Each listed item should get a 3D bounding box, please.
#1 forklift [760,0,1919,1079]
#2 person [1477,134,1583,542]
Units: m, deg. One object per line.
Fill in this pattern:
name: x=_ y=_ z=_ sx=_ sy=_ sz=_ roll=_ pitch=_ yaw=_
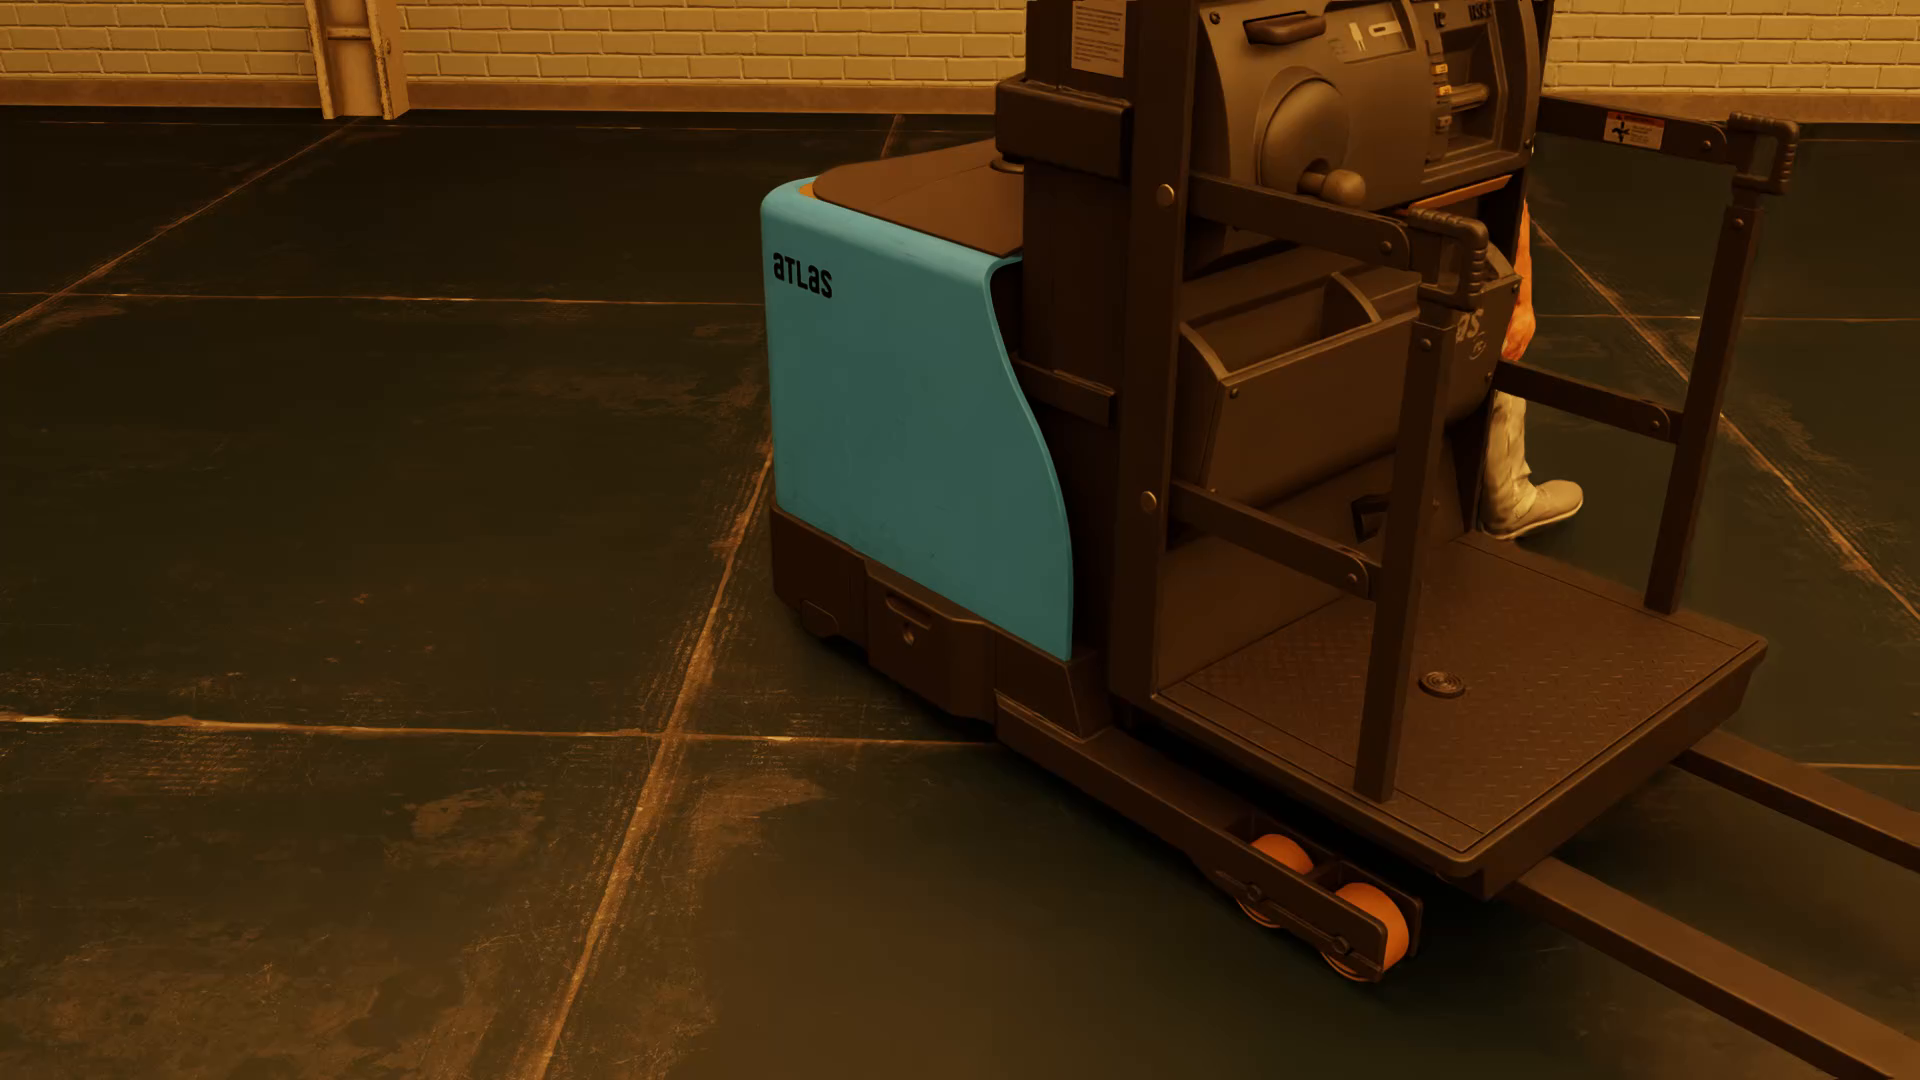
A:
forklift: x=0.894 y=-0.791 z=2.813 sx=1.130 sy=2.935 sz=3.031 roll=-22 pitch=33 yaw=-37
person: x=1.226 y=-0.675 z=4.089 sx=0.877 sy=1.624 sz=0.662 roll=-20 pitch=33 yaw=-35
